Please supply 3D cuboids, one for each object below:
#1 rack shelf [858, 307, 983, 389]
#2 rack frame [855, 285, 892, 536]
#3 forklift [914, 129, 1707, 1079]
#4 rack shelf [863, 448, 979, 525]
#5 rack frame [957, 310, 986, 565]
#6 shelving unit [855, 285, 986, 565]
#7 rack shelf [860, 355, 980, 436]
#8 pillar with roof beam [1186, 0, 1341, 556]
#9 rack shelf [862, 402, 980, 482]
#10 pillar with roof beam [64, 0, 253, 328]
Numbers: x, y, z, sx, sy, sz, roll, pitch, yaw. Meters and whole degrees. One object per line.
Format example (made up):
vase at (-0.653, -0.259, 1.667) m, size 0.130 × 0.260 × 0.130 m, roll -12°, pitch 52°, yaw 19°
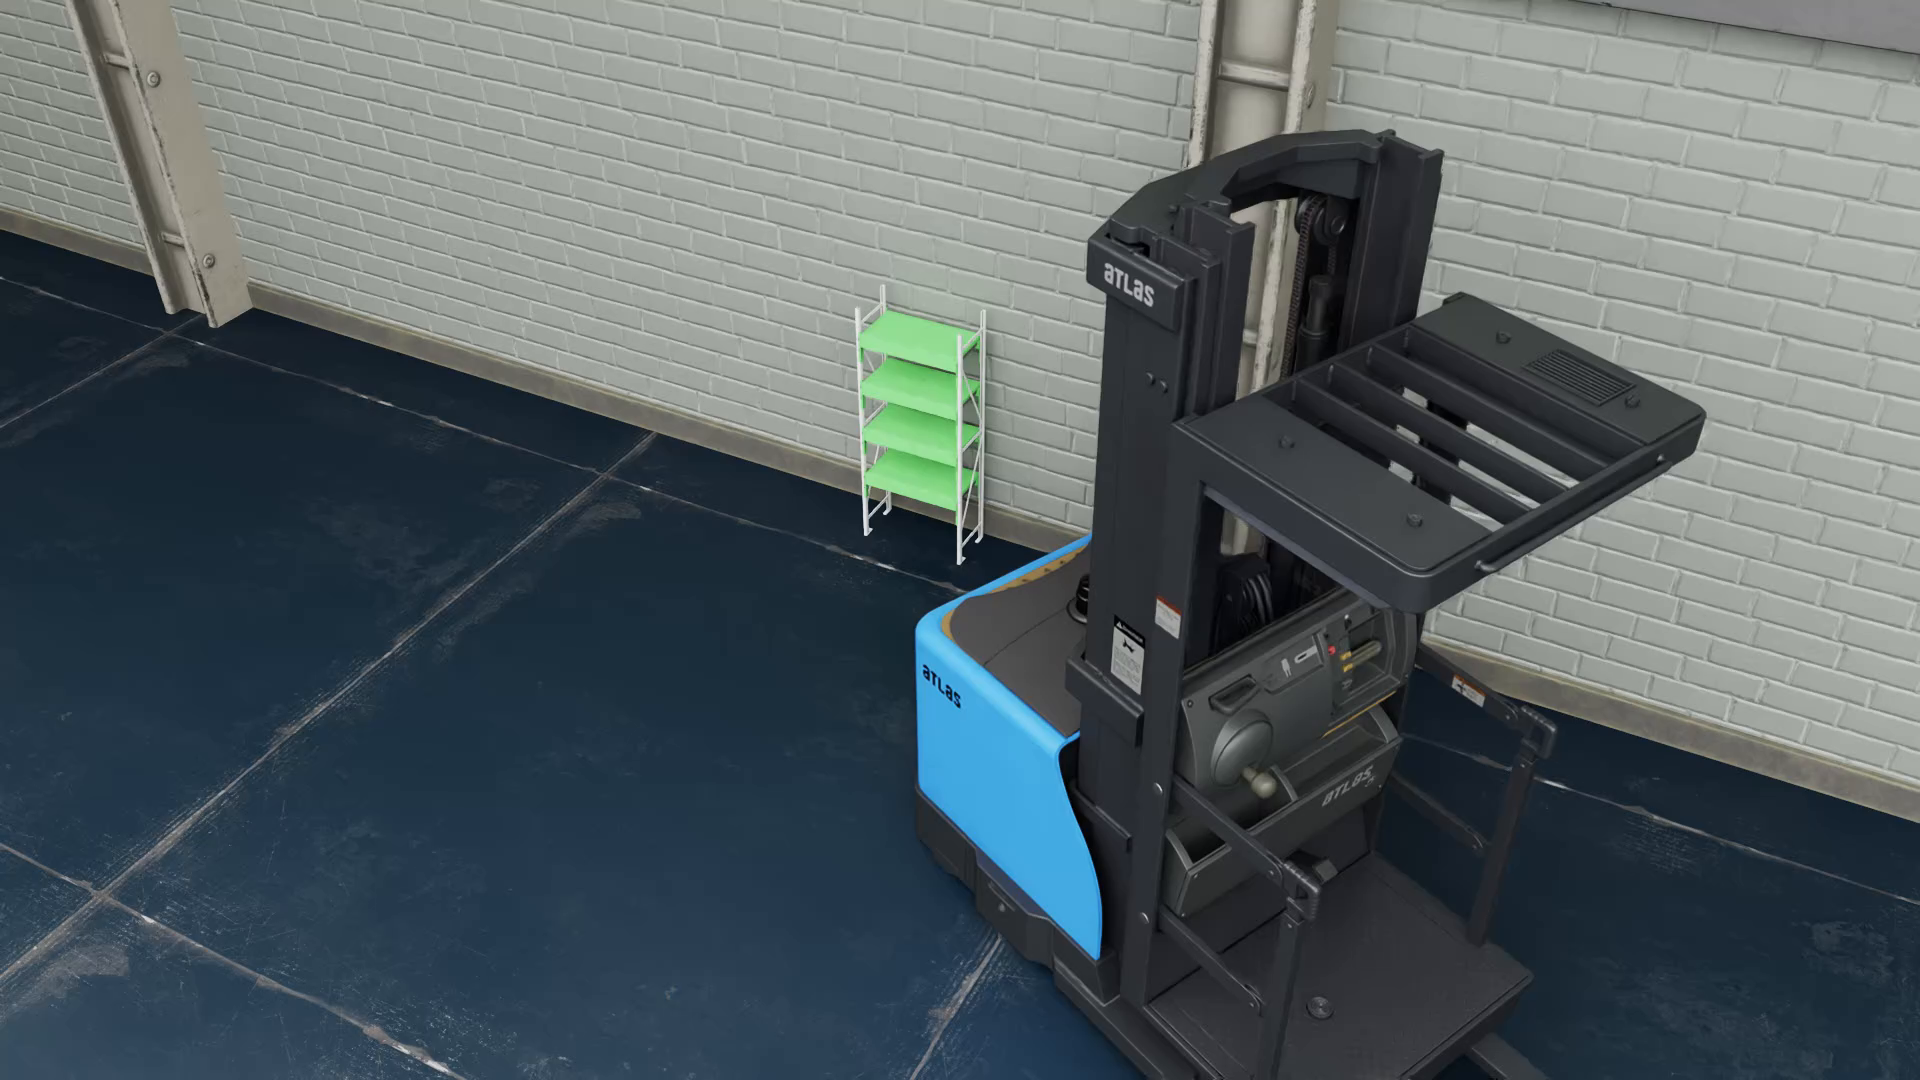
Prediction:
rack shelf at (-0.168, -0.830, 7.162) m, size 0.480 × 0.148 × 0.258 m, roll 17°, pitch 40°, yaw 21°
rack frame at (-0.386, -0.565, 7.500) m, size 0.015 × 1.200 × 0.240 m, roll 17°, pitch 40°, yaw 21°
forklift at (1.126, 0.484, 4.688) m, size 1.130 × 2.935 × 3.031 m, roll -25°, pitch 44°, yaw -29°
rack shelf at (-0.169, -0.255, 7.595) m, size 0.480 × 0.148 × 0.258 m, roll 17°, pitch 40°, yaw 21°
rack frame at (0.049, -0.431, 7.325) m, size 0.015 × 1.200 × 0.240 m, roll 17°, pitch 40°, yaw 21°
shelving unit at (-0.169, -0.498, 7.413) m, size 0.503 × 1.200 × 0.258 m, roll 17°, pitch 40°, yaw 21°
rack shelf at (-0.168, -0.639, 7.307) m, size 0.480 × 0.148 × 0.258 m, roll 17°, pitch 40°, yaw 21°
pillar with roof beam at (-0.924, -0.928, 1.530) m, size 0.400 × 9.000 × 9.100 m, roll 17°, pitch 41°, yaw 21°
rack shelf at (-0.169, -0.447, 7.451) m, size 0.480 × 0.148 × 0.258 m, roll 17°, pitch 40°, yaw 21°
pillar with roof beam at (-6.252, -2.596, 3.728) m, size 0.400 × 9.000 × 9.100 m, roll 17°, pitch 41°, yaw 21°
